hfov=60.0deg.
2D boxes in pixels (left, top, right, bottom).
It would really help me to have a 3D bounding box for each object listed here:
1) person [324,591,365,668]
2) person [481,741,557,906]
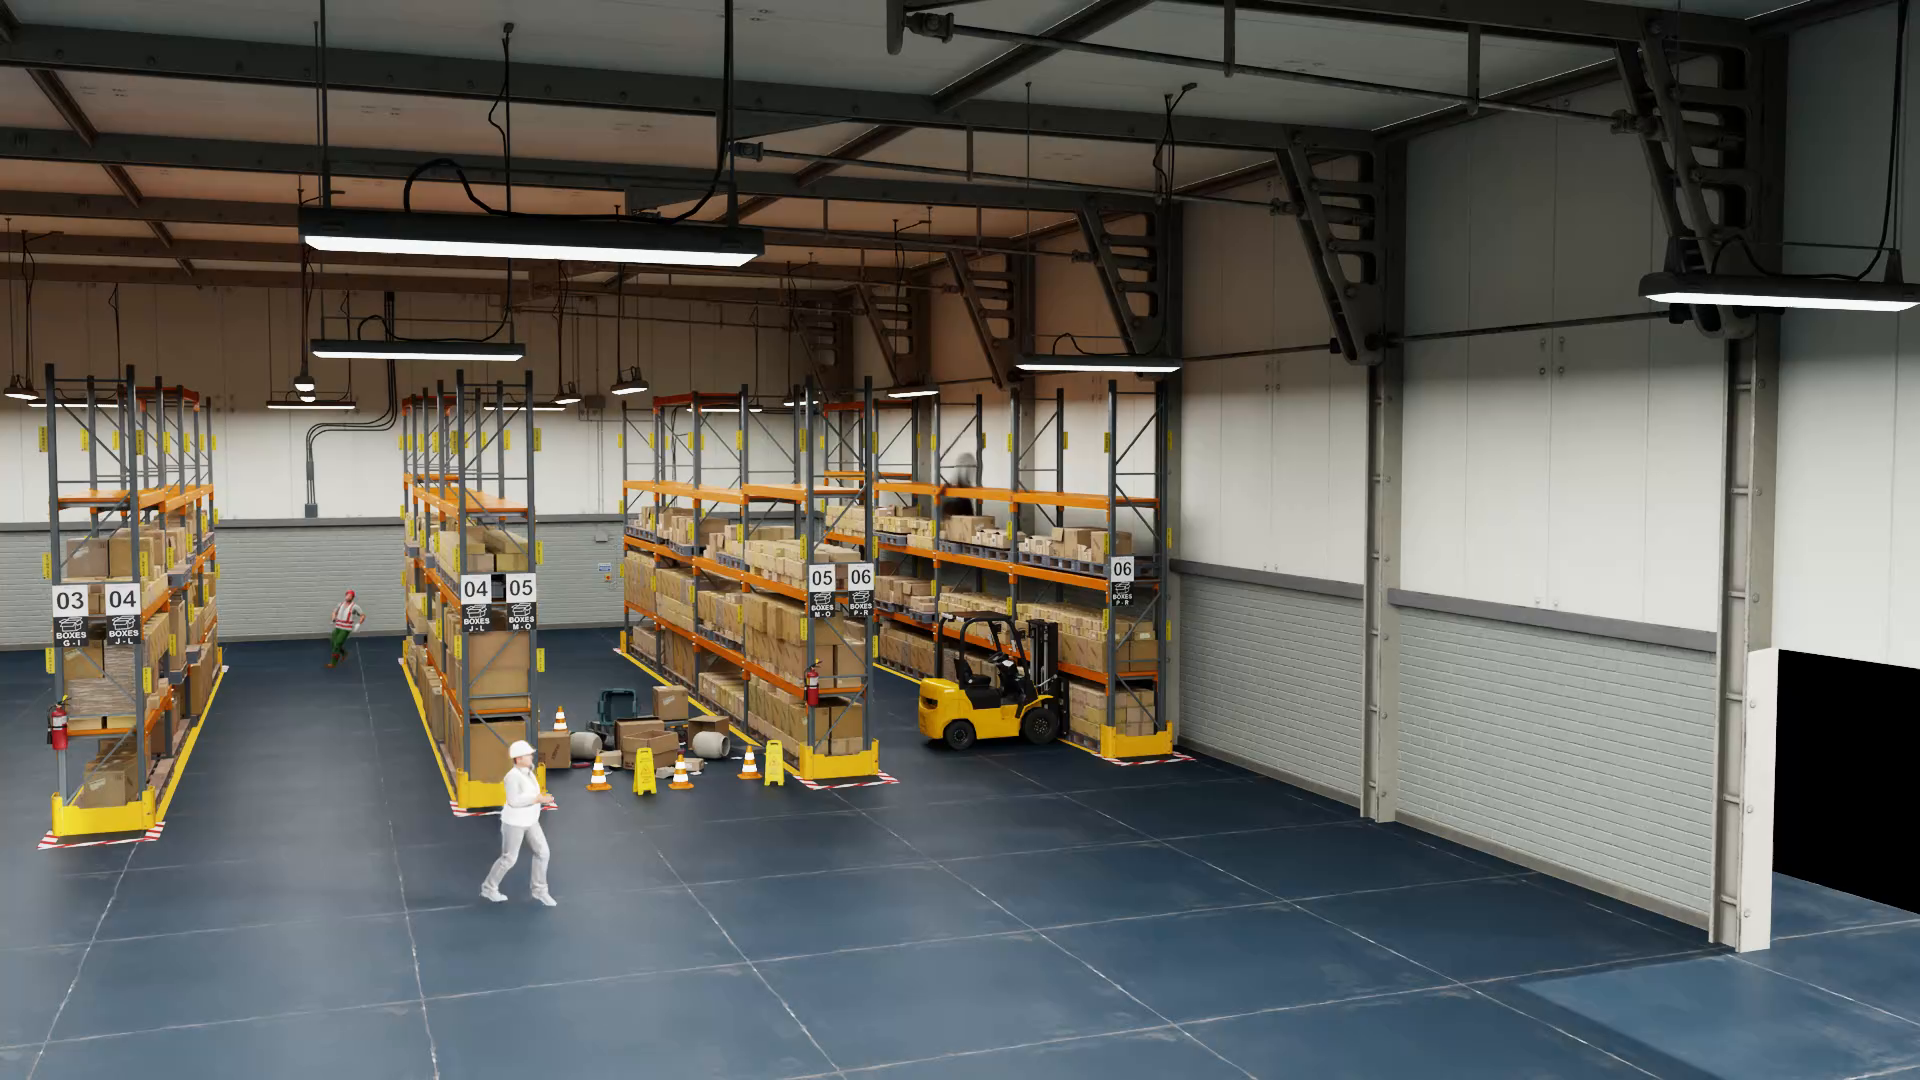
[{"bbox_3d":[-13.706,1.984,36.948,0.732,1.713,0.804,1,4,19],"label":"person"},{"bbox_3d":[-4.744,3.067,17.916,0.845,1.822,0.602,1,3,12],"label":"person"}]
